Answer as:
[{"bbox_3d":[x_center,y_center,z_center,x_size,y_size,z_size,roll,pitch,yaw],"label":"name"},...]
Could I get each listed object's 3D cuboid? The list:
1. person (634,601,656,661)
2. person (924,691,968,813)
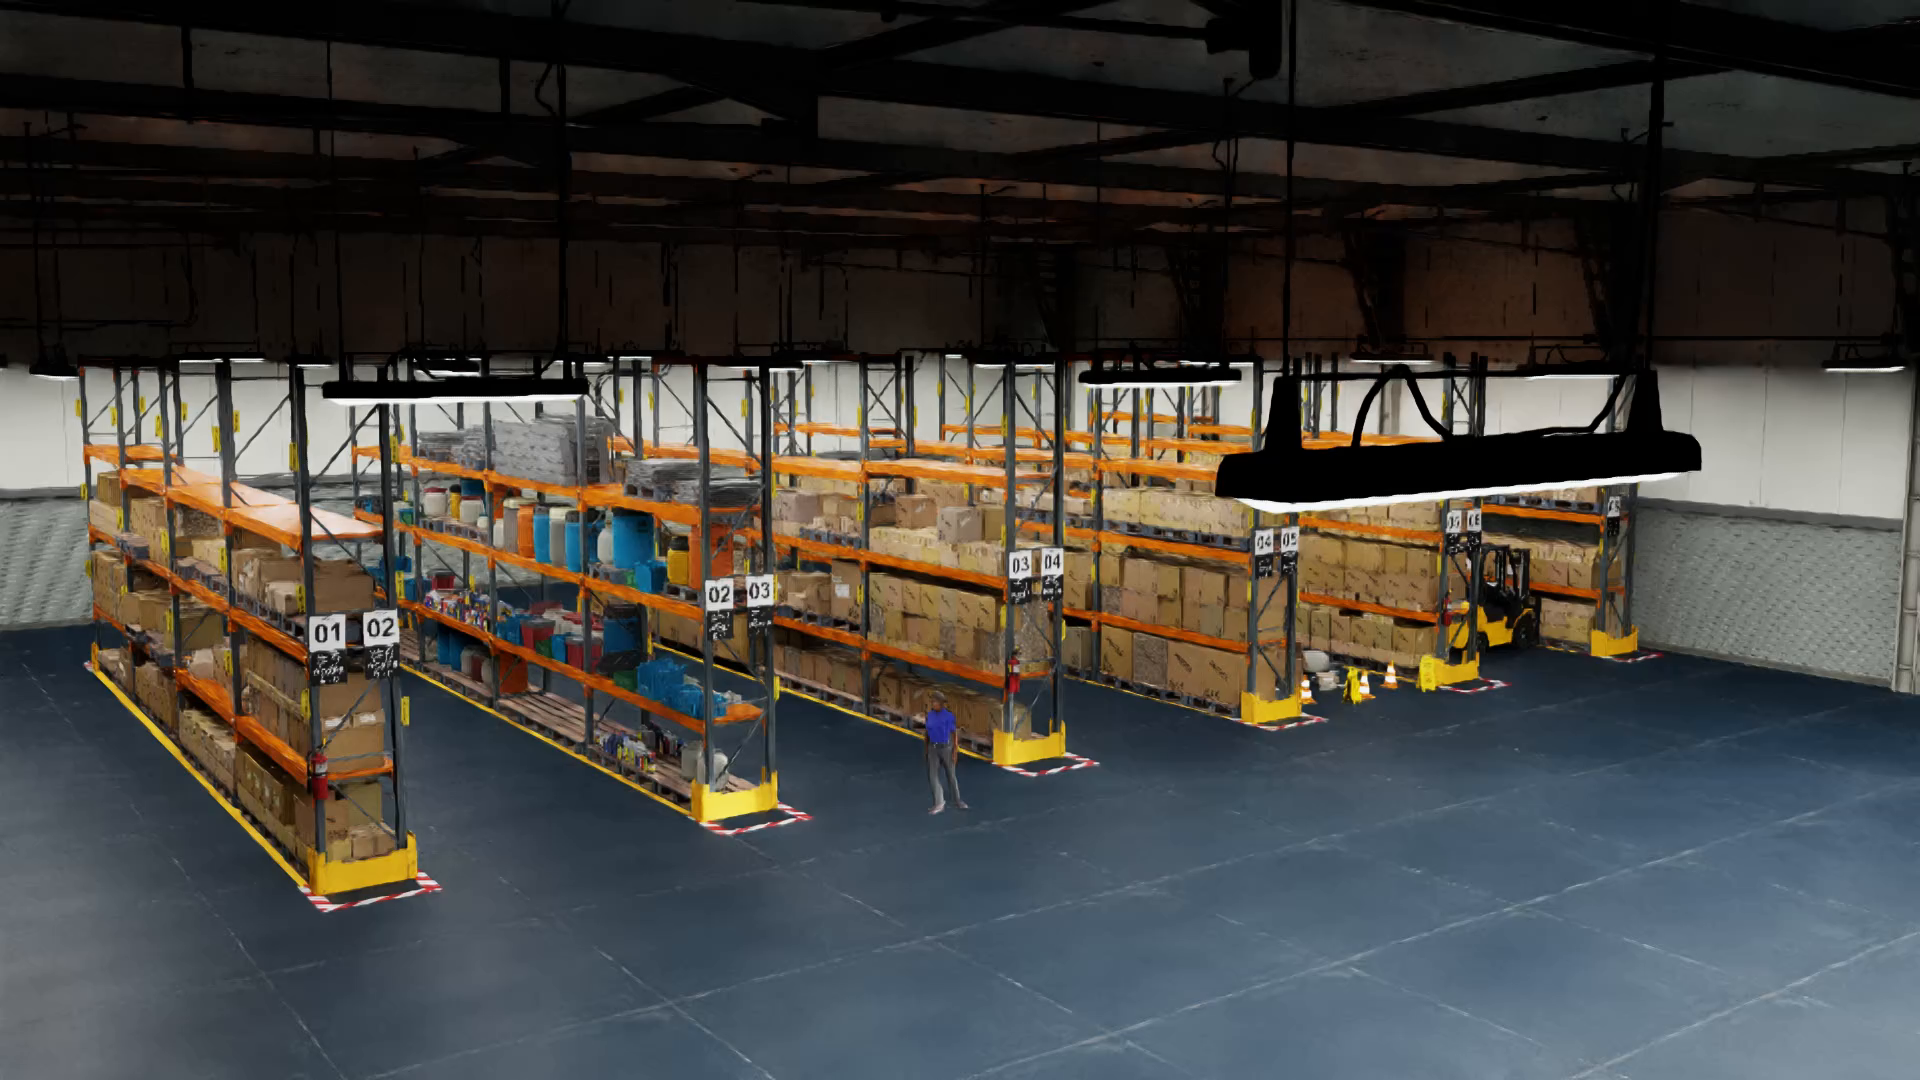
[{"bbox_3d":[-6.187,1.580,32.253,0.569,1.668,0.560,0,7,-3],"label":"person"},{"bbox_3d":[-0.234,2.822,22.330,0.511,1.647,0.516,4,8,27],"label":"person"}]
